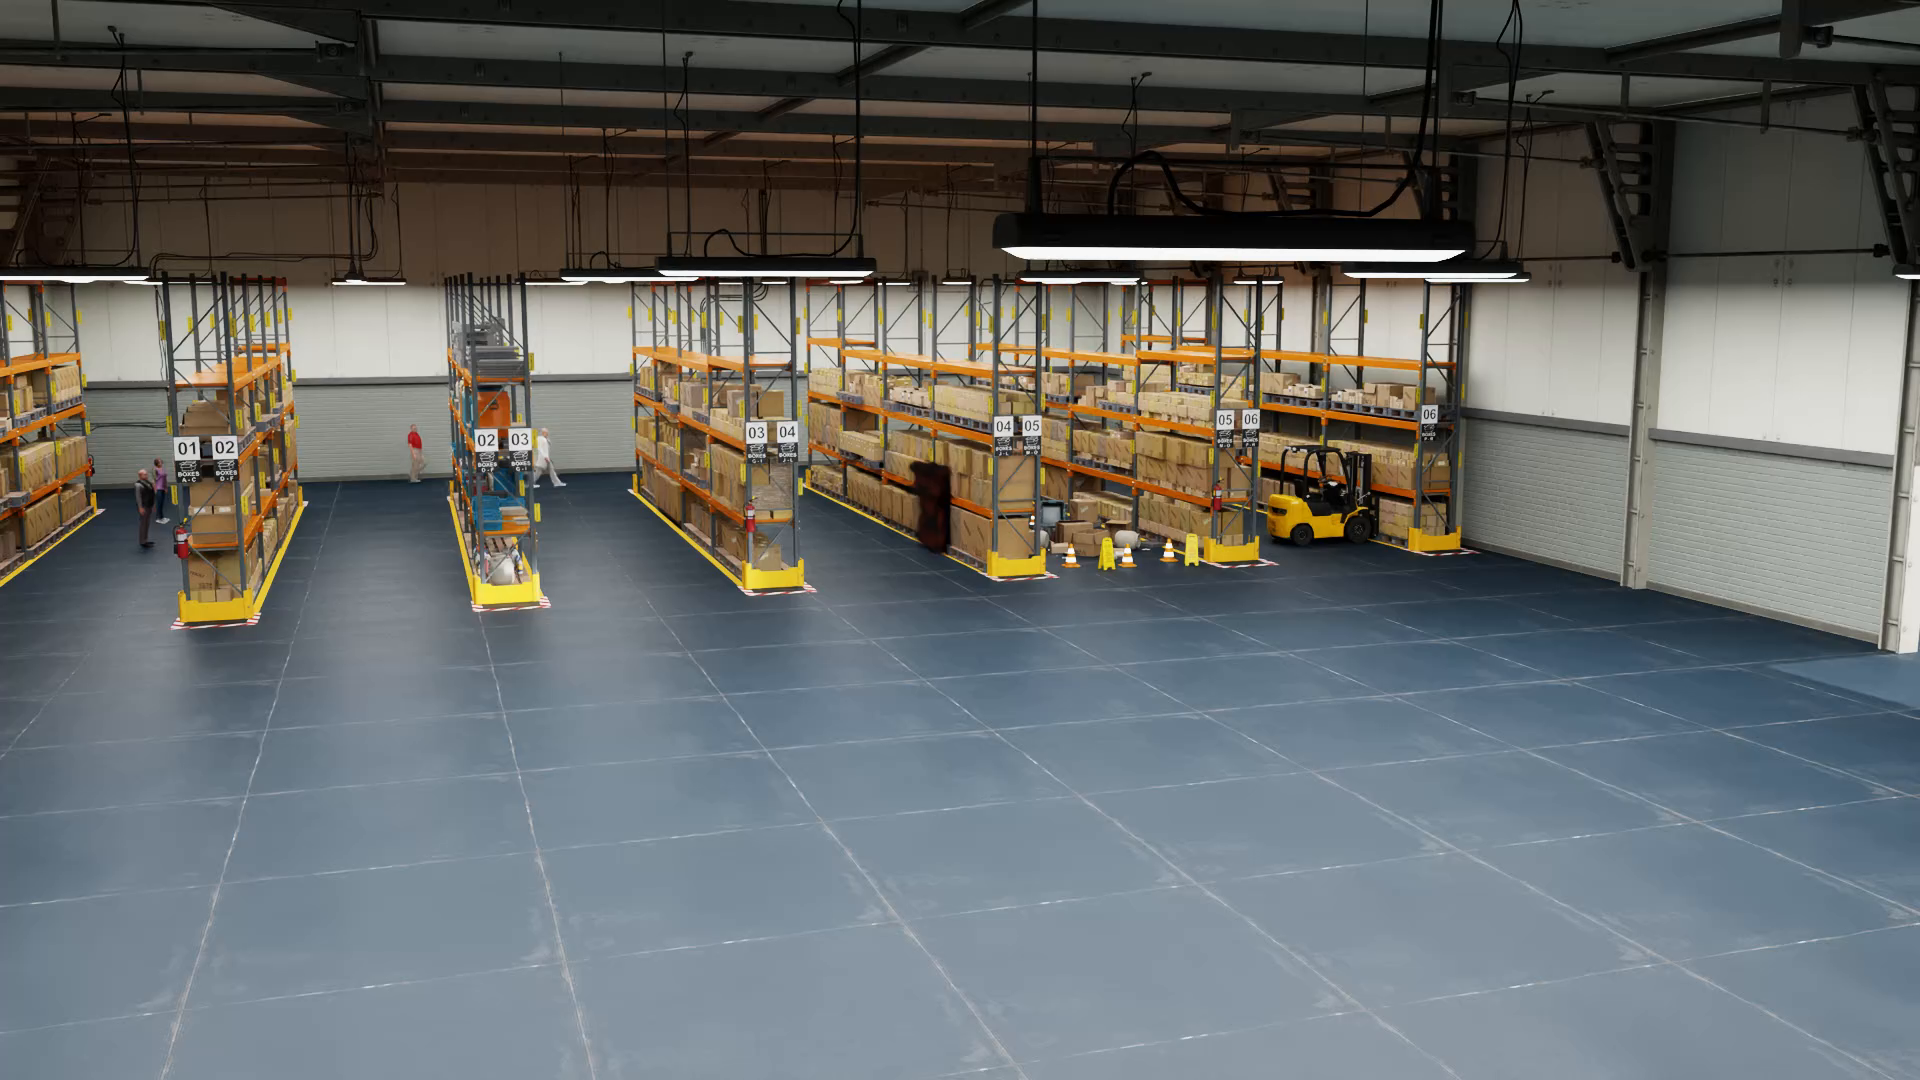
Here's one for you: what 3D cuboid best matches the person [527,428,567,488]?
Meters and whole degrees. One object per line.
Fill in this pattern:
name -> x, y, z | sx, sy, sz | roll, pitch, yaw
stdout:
person -> -11.906, -2.355, 47.801 | 1.122, 1.727, 0.672 | -2, 9, -10

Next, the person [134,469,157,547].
person -> -18.188, -0.707, 37.164 | 0.385, 1.754, 0.549 | -2, 9, -16

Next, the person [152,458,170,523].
person -> -19.700, -1.225, 40.961 | 0.326, 1.620, 0.481 | -1, 9, -9

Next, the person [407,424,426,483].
person -> -16.070, -2.555, 49.212 | 0.444, 1.737, 0.597 | -1, 9, -6

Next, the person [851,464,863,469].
person -> -3.060, -2.637, 49.703 | 0.730, 1.812, 0.376 | 3, 9, 21
